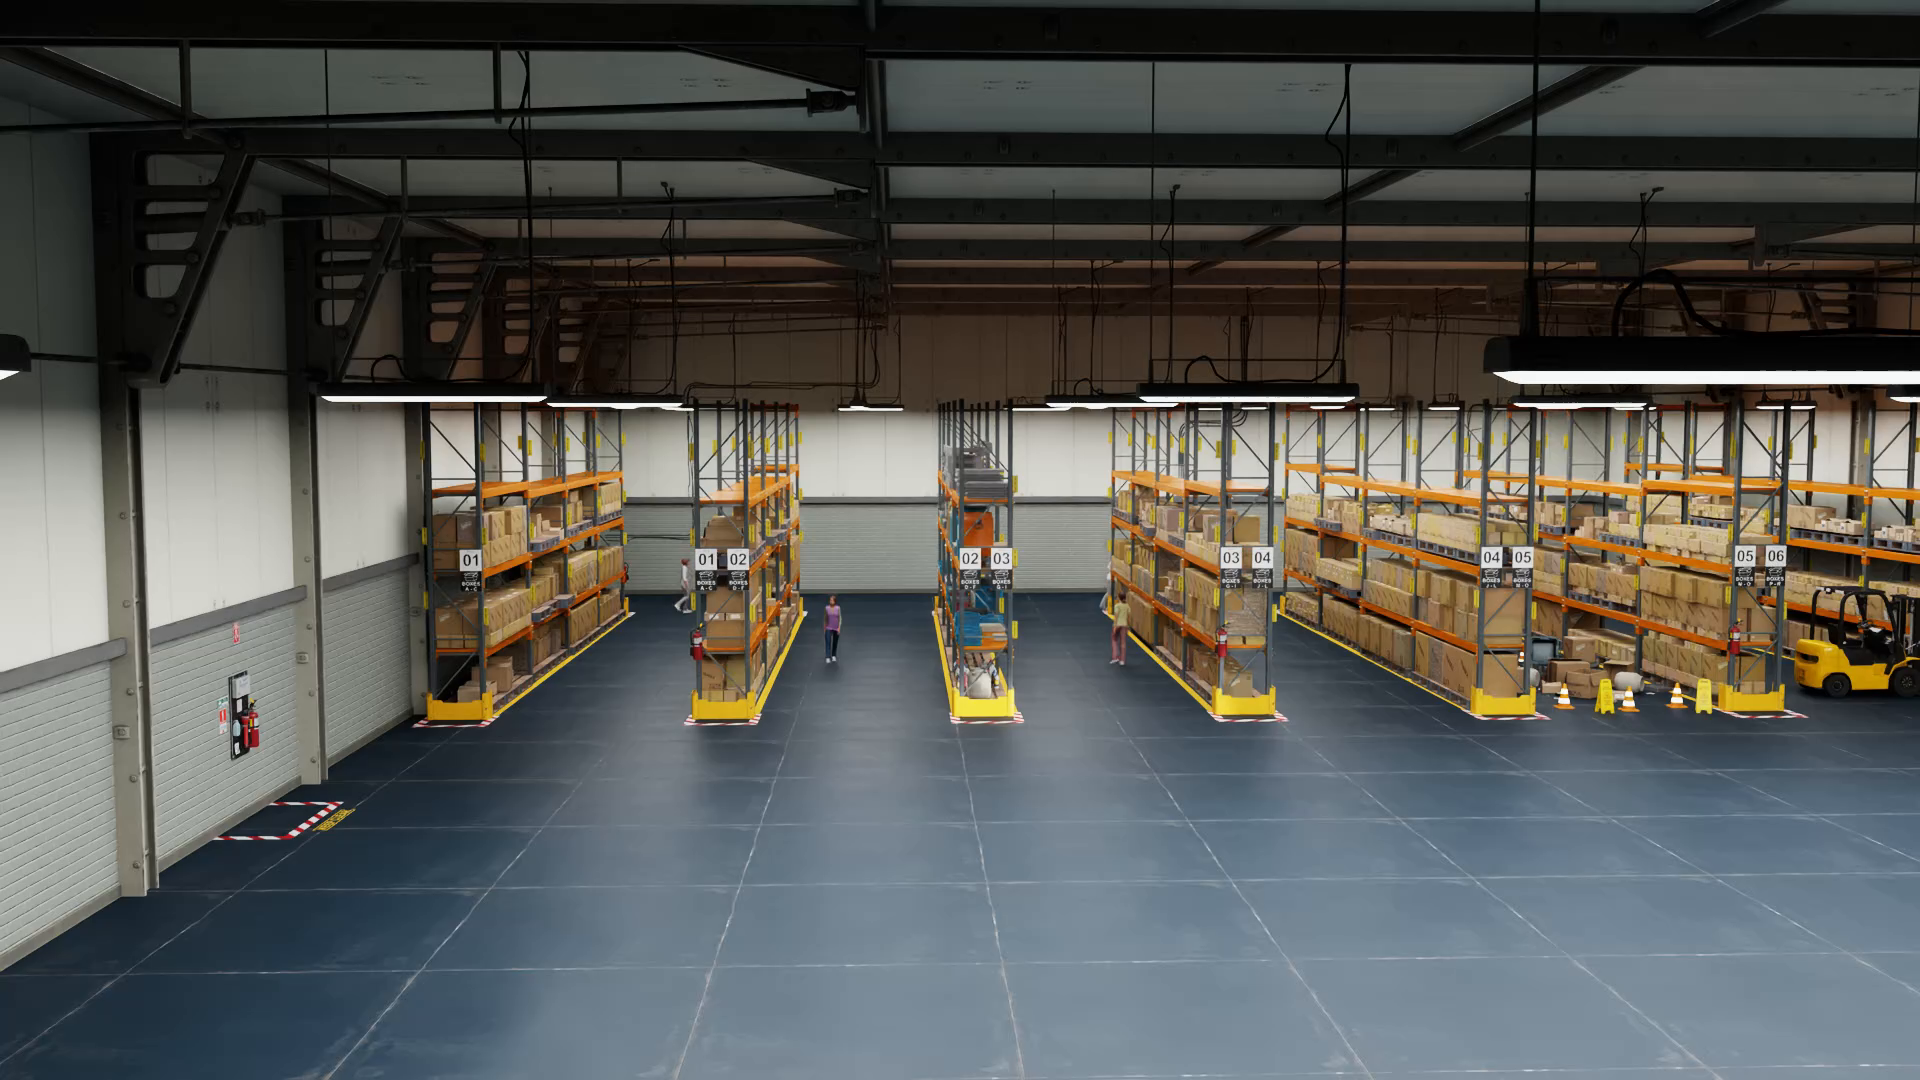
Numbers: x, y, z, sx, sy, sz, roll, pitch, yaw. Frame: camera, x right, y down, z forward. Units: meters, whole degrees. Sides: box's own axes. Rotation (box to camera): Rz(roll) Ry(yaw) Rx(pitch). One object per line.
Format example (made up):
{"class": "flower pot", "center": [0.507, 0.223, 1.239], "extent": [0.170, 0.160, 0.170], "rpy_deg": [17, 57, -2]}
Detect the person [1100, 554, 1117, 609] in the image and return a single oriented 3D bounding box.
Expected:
{"class": "person", "center": [4.427, 1.191, 48.757], "extent": [0.643, 1.655, 0.511], "rpy_deg": [0, 4, 5]}

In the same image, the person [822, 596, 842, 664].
{"class": "person", "center": [-2.920, 2.046, 37.995], "extent": [0.441, 1.543, 0.970], "rpy_deg": [-1, 4, -15]}

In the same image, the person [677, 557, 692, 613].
{"class": "person", "center": [-7.893, 1.298, 47.579], "extent": [0.483, 1.596, 0.435], "rpy_deg": [-2, 5, -25]}

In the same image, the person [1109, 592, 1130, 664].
{"class": "person", "center": [3.683, 2.029, 38.010], "extent": [0.451, 1.699, 0.685], "rpy_deg": [0, 4, -6]}
